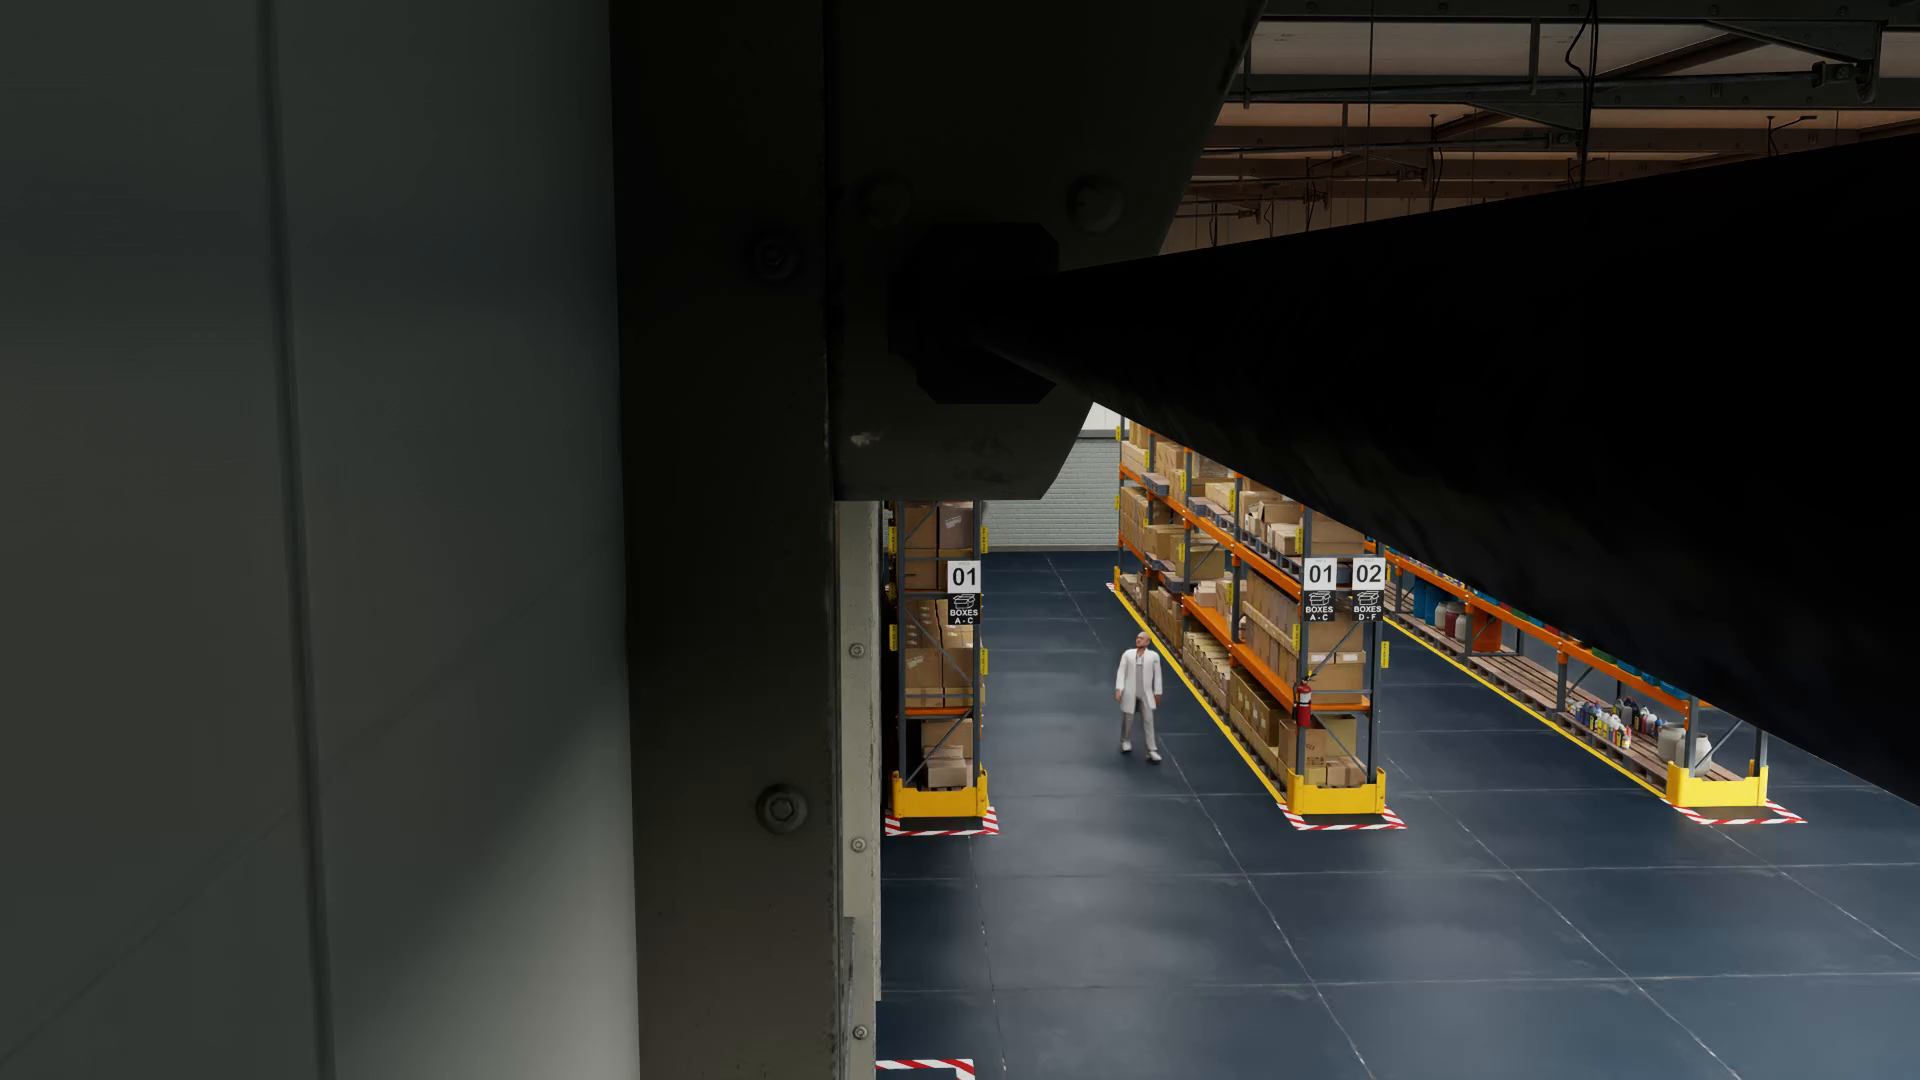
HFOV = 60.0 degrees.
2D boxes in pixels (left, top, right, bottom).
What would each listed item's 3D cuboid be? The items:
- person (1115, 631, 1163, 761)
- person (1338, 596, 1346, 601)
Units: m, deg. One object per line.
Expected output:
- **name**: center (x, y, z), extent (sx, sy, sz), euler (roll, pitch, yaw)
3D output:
- **person**: center (2.493, 2.143, 23.068), extent (0.695, 1.702, 1.091), euler (-2, 8, -10)
- **person**: center (7.587, 0.688, 33.294), extent (0.381, 1.729, 0.560), euler (-2, 8, -14)
